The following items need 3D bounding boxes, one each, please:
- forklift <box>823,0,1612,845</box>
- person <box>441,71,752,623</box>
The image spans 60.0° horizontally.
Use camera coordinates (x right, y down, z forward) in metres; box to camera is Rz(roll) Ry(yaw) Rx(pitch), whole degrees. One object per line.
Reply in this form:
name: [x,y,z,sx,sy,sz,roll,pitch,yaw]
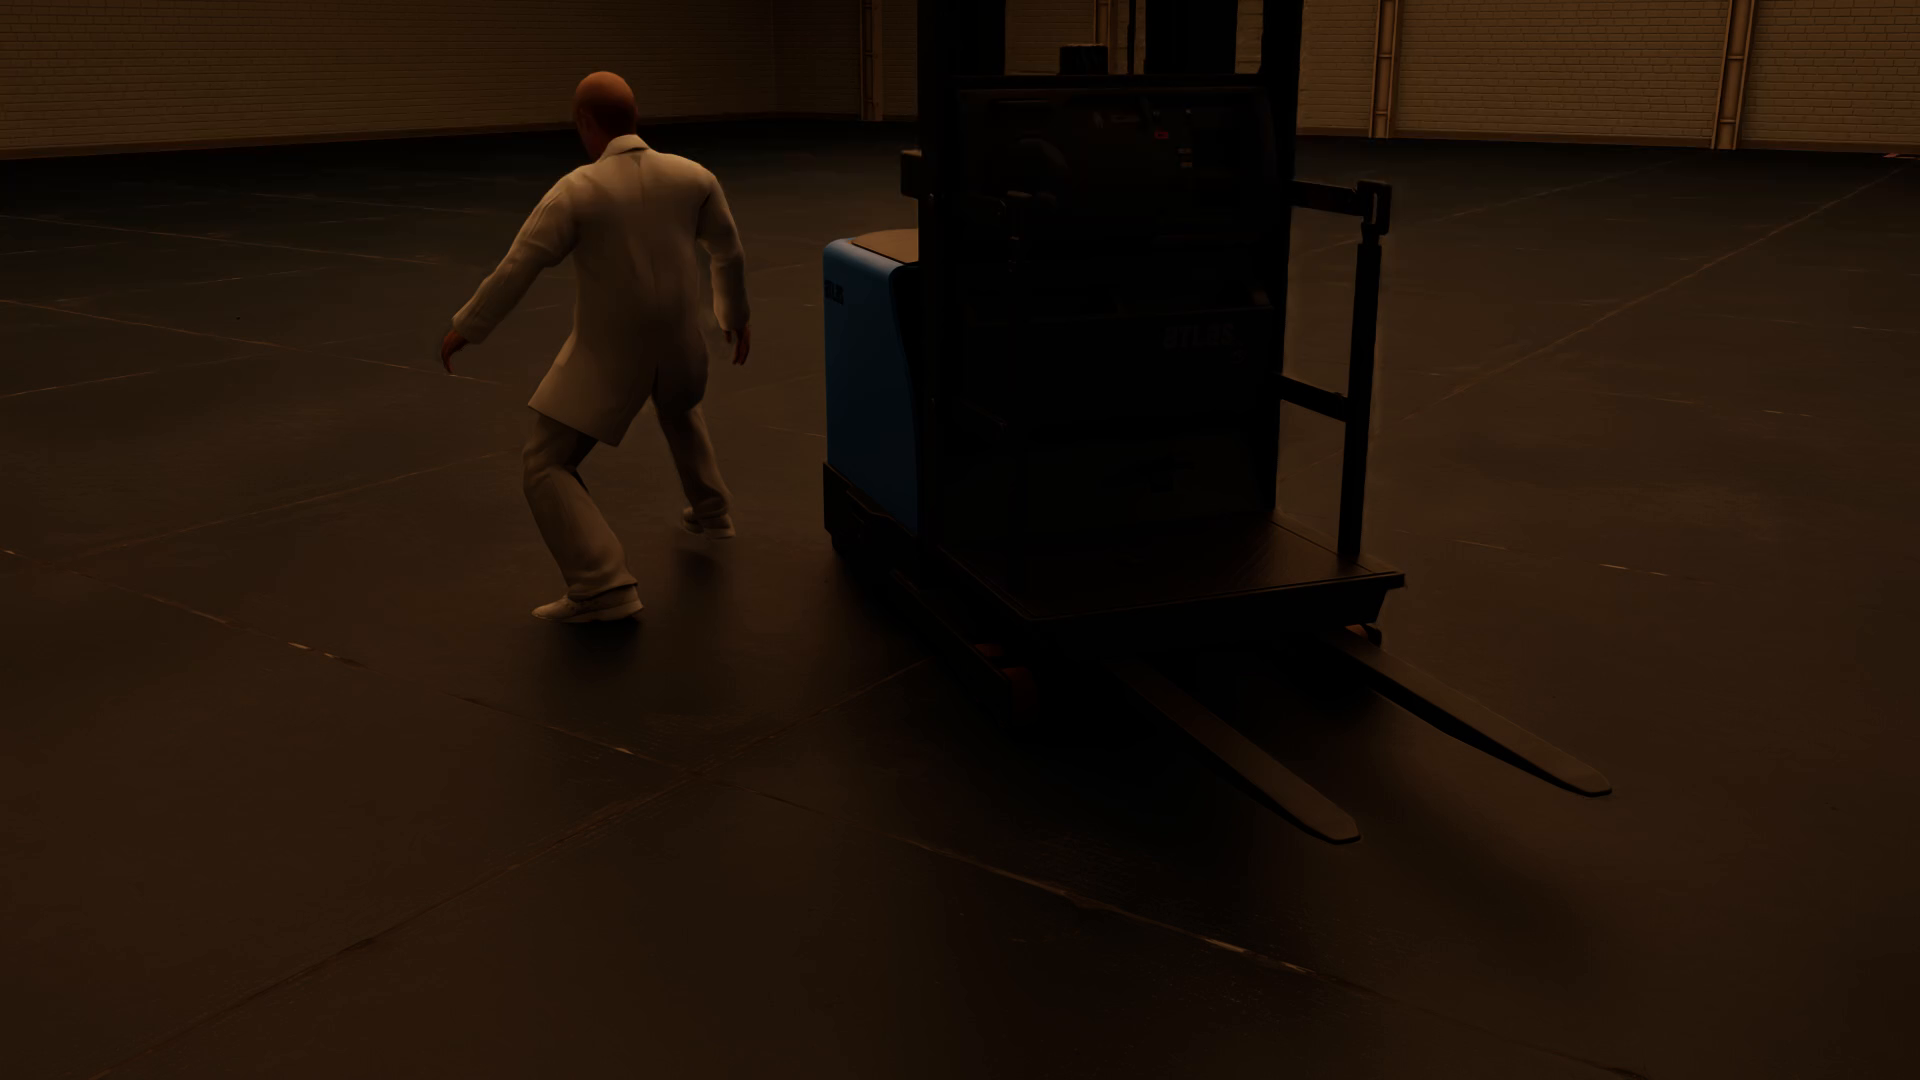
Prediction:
forklift: [0.512,-1.046,4.330,1.130,2.935,3.031,-6,18,-19]
person: [-1.068,-0.614,5.234,1.003,1.661,0.714,-12,21,-35]
